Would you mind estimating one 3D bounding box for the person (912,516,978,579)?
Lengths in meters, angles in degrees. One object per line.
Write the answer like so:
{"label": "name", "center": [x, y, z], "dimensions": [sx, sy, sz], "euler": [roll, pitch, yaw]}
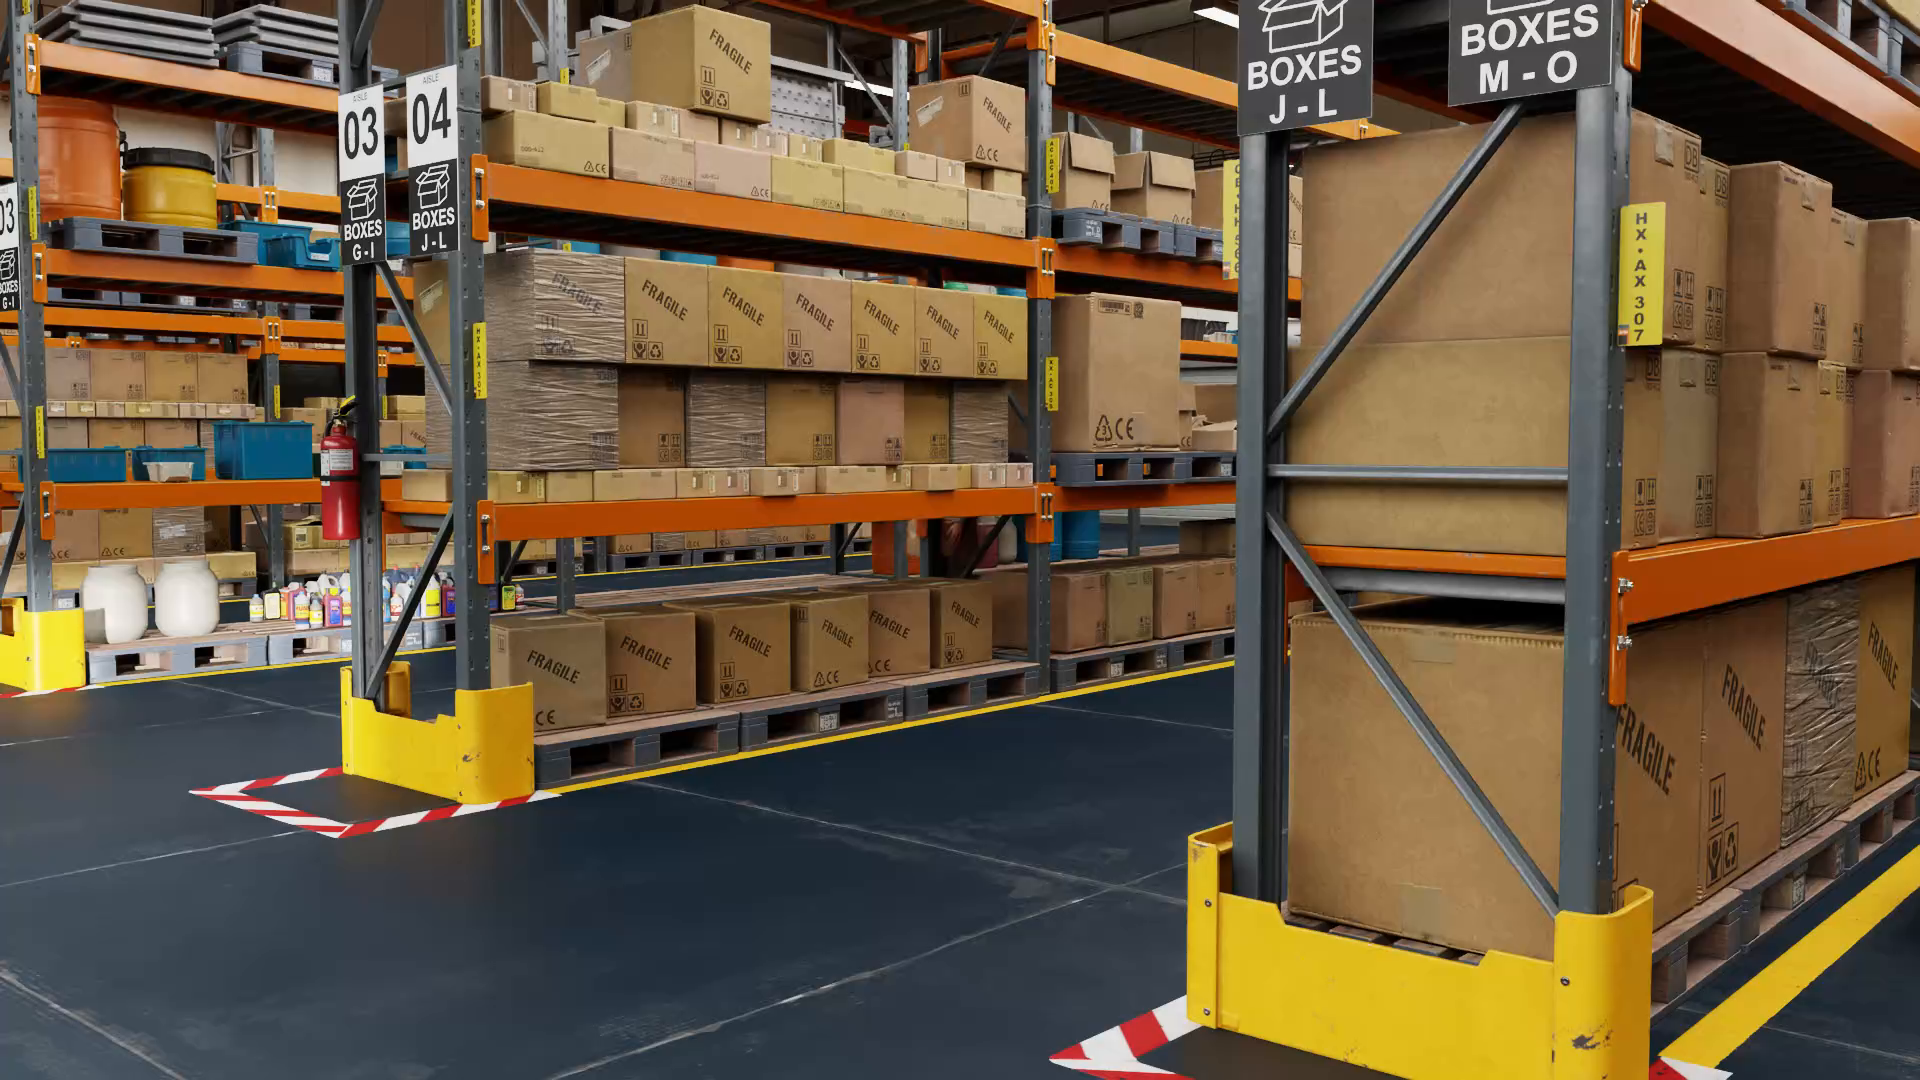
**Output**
{"label": "person", "center": [-0.089, -0.041, 12.405], "dimensions": [0.600, 1.787, 0.468], "euler": [3, 5, 42]}
